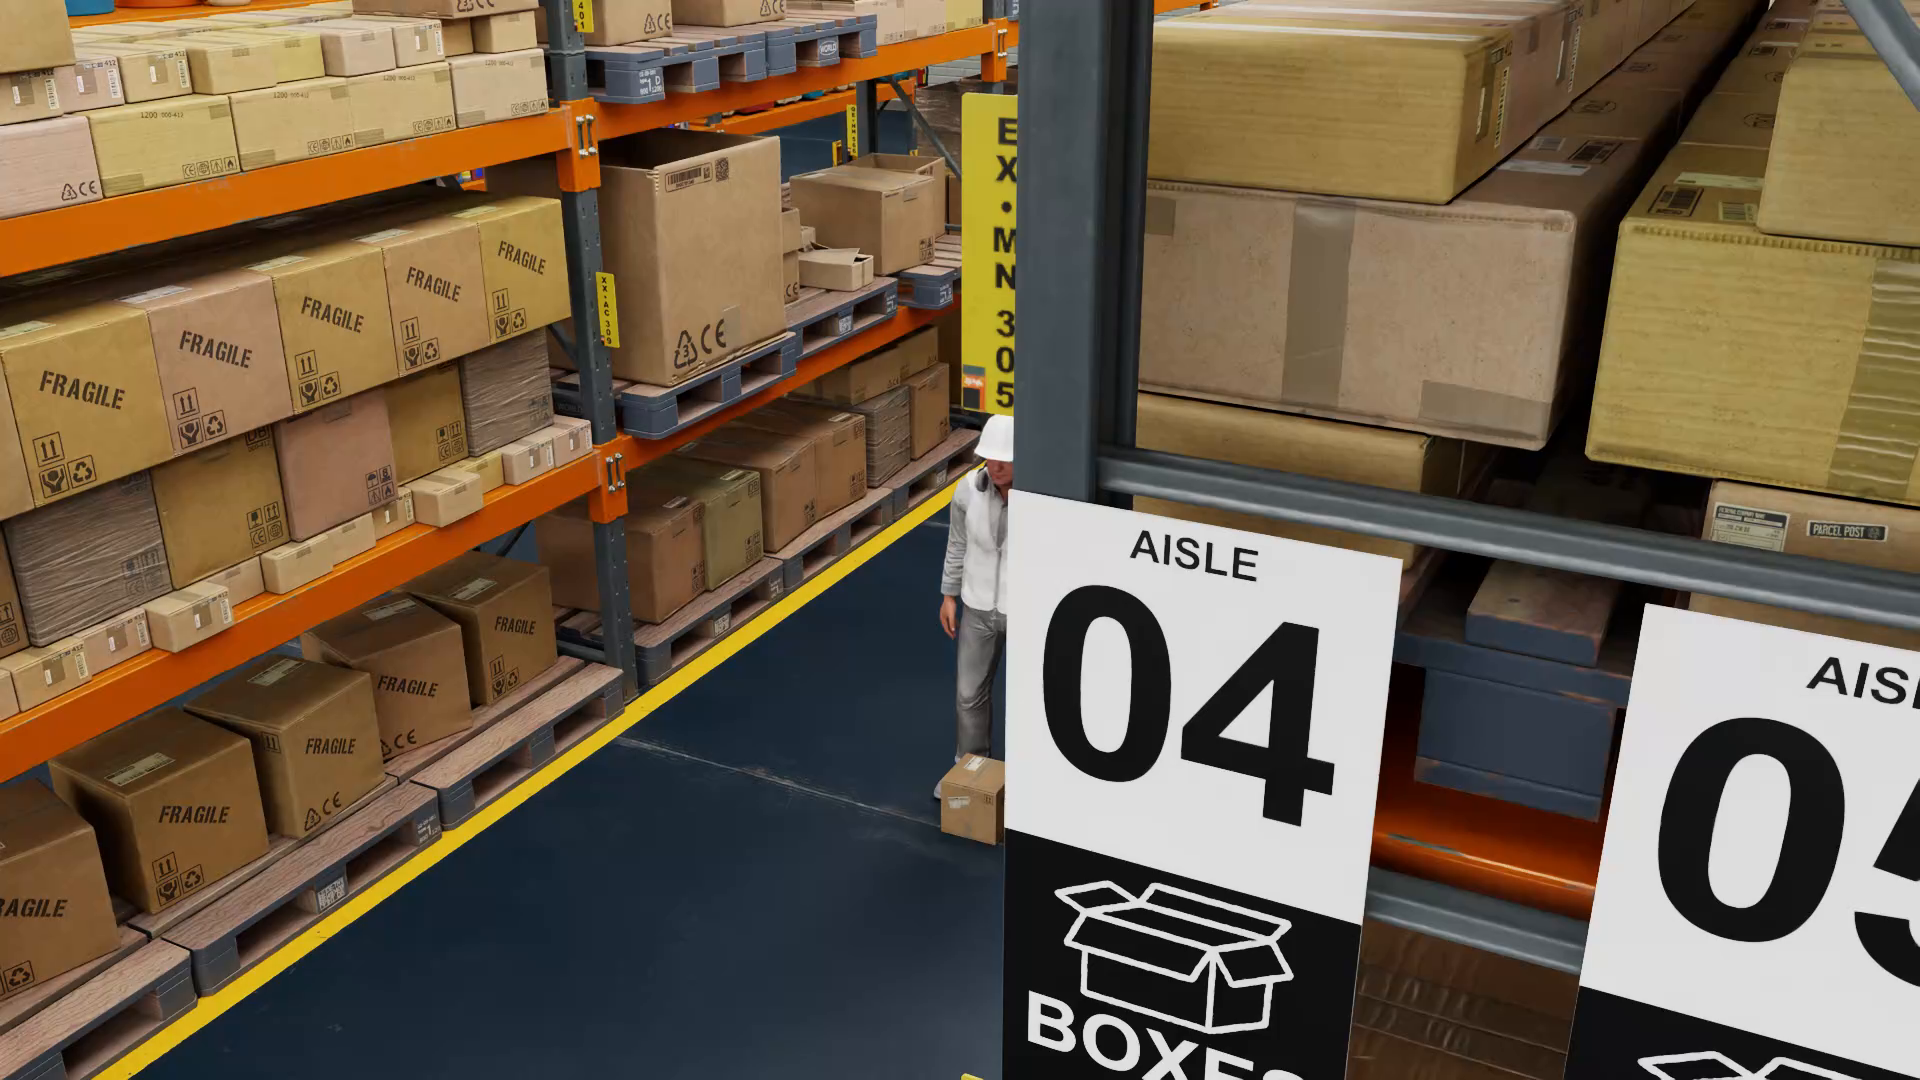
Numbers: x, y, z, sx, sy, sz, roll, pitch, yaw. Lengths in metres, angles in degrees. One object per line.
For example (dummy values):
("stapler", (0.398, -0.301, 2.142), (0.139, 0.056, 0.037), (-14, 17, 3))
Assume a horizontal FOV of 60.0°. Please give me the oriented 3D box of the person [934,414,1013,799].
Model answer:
("person", (0.198, 0.290, 6.862), (0.588, 1.771, 0.464), (10, 25, 23))
